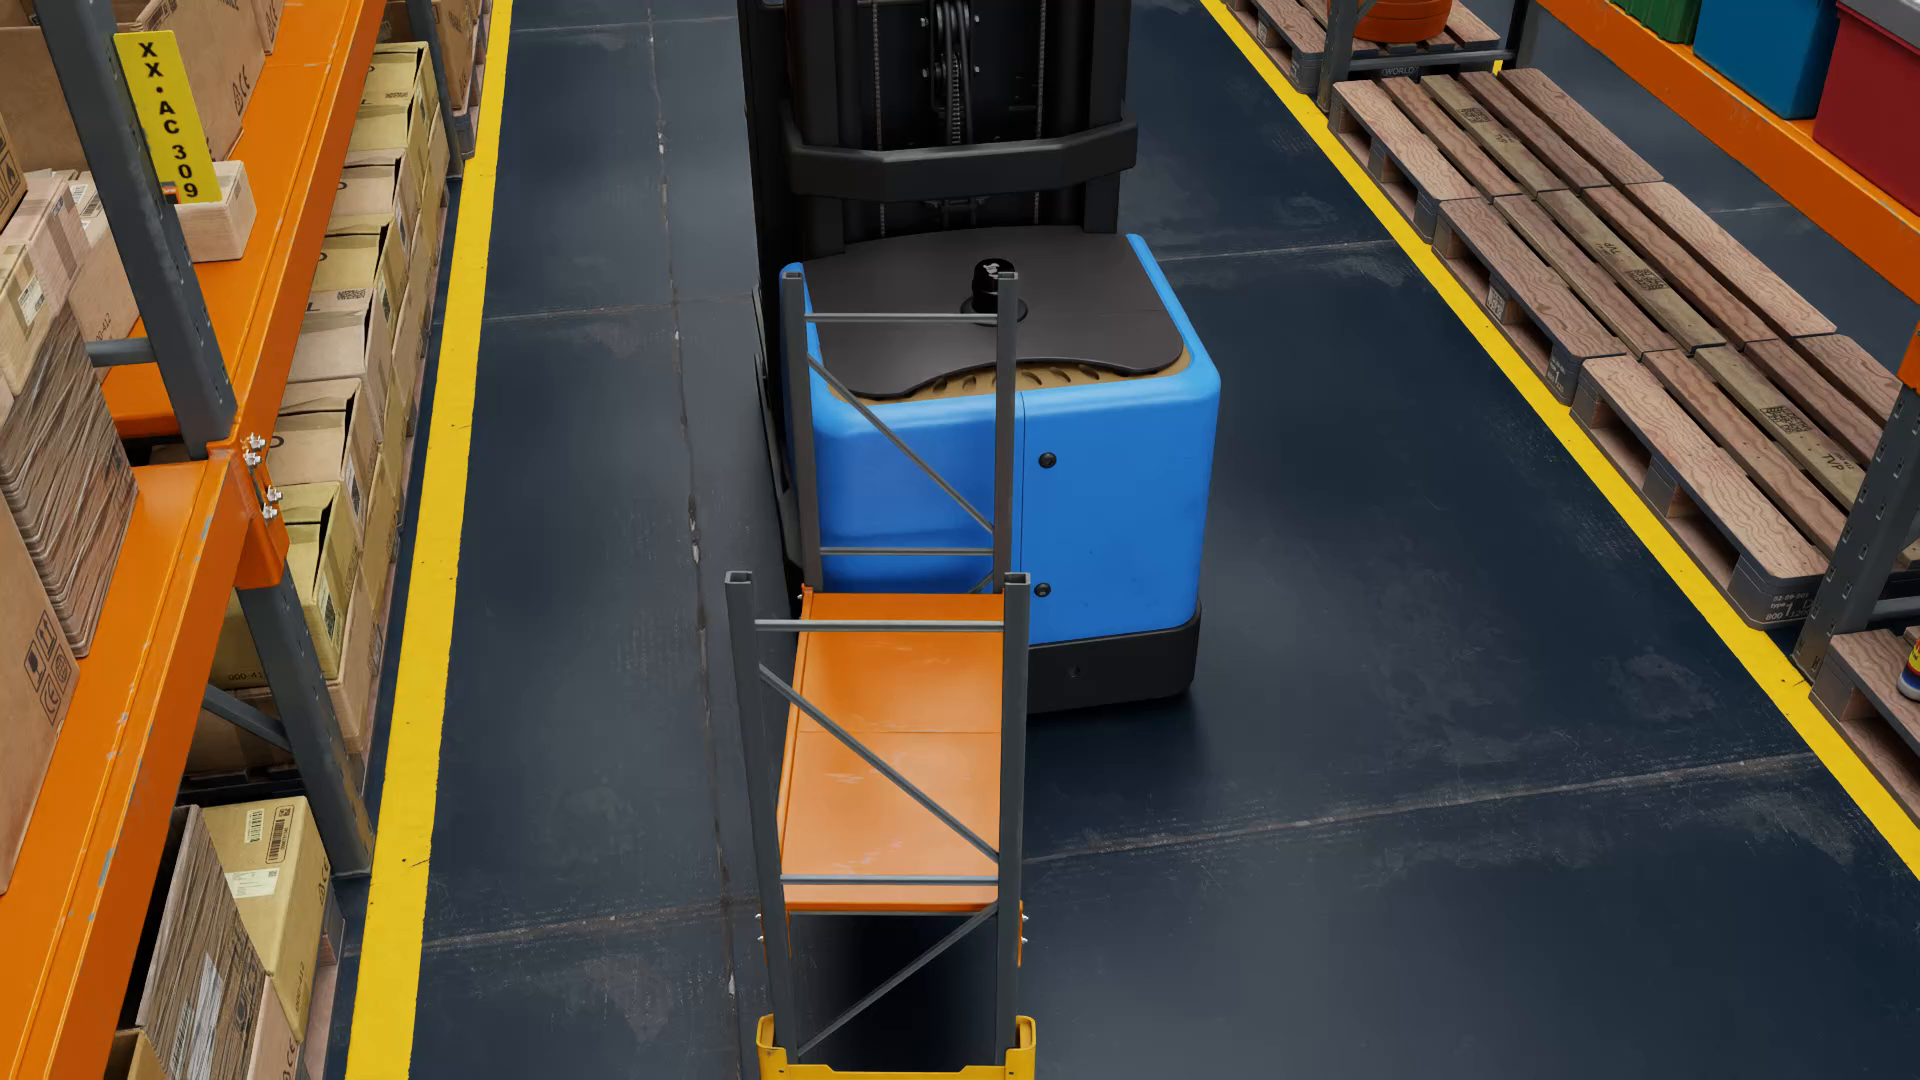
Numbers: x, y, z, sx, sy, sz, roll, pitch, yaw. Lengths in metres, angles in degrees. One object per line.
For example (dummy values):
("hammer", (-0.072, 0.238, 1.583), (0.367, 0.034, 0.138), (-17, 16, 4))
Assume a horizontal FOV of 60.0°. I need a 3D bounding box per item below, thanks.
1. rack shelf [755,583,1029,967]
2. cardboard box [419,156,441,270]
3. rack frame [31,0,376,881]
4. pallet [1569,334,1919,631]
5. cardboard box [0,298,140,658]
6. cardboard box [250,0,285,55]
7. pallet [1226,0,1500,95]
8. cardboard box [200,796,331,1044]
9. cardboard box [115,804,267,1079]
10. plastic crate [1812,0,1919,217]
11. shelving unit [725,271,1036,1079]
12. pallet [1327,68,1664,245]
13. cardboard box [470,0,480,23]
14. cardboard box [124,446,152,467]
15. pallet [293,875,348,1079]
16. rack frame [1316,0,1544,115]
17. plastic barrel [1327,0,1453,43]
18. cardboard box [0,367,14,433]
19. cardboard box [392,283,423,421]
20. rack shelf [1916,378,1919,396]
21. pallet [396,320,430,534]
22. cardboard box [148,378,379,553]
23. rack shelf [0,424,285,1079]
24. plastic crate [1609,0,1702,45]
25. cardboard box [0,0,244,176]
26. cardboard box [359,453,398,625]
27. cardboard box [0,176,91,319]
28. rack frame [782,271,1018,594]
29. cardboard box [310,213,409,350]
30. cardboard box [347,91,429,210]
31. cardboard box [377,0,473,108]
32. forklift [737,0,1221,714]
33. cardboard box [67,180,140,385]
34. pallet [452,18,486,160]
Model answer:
("rack shelf", (-0.131, 0.484, 3.697), (0.538, 0.185, 1.000), (0, 38, 0))
("cardboard box", (-2.254, -1.221, 6.275), (0.500, 0.250, 0.500), (-7, 38, -8))
("rack frame", (-1.978, -0.327, 3.226), (1.000, 3.000, 0.127), (-6, 38, -8))
("pallet", (2.723, -0.227, 5.370), (1.003, 0.211, 1.213), (-6, 38, -8))
("cardboard box", (-1.894, -0.099, 2.851), (0.700, 0.500, 0.500), (-7, 38, -9))
("cardboard box", (-2.369, -1.771, 5.003), (0.500, 0.500, 0.500), (-8, 39, -10))
("pallet", (2.018, -2.644, 8.481), (1.003, 0.211, 1.213), (-6, 38, -8))
("cardboard box", (-1.682, 0.849, 3.611), (0.500, 0.250, 0.500), (-6, 38, -8))
("cardboard box", (-1.606, 0.857, 2.990), (0.500, 0.500, 0.500), (-6, 38, -8))
("plastic crate", (2.513, -1.142, 4.223), (0.402, 0.464, 0.583), (-6, 38, -8))
("shelving unit", (-0.131, 0.337, 3.594), (0.587, 1.500, 1.083), (0, 38, 0))
("pallet", (2.295, -1.700, 7.267), (1.003, 0.211, 1.213), (-6, 38, -8))
("cardboard box", (-2.658, -2.855, 8.158), (0.500, 0.500, 0.500), (-7, 38, -9))
("cardboard box", (-2.429, -0.156, 4.448), (0.500, 0.311, 0.500), (-5, 38, -7))
("pallet", (-1.880, 1.259, 3.457), (1.003, 0.211, 1.213), (-6, 38, -8))
("rack frame", (2.198, -3.274, 7.019), (1.000, 3.000, 0.127), (-6, 38, -8))
("plastic barrel", (2.095, -2.876, 7.934), (0.600, 0.830, 0.708), (-6, 38, -8))
("cardboard box", (-1.630, -0.174, 2.419), (0.380, 0.149, 0.250), (-7, 38, -9))
("cardboard box", (-2.075, -0.606, 5.484), (0.500, 0.250, 0.500), (-6, 38, -7))
("rack shelf", (3.249, 0.634, 2.575), (1.077, 0.370, 4.000), (-6, 38, -8))
("pallet", (-2.363, -0.405, 5.599), (1.003, 0.211, 1.213), (-6, 38, -8))
("cardboard box", (-1.888, -0.208, 4.514), (0.500, 0.311, 0.500), (-7, 38, -8))
("rack shelf", (-1.628, 1.165, 1.892), (1.077, 0.370, 4.000), (-6, 38, -8))
("plastic crate", (2.316, -1.795, 5.289), (0.450, 0.188, 0.662), (-6, 38, -8))
("cardboard box", (-2.189, -1.150, 4.204), (0.500, 0.500, 0.500), (-4, 38, -5))
("cardboard box", (-1.894, 0.014, 4.686), (0.500, 0.250, 0.500), (-5, 38, -7))
("cardboard box", (-1.720, -0.482, 2.815), (0.380, 0.149, 0.250), (-6, 38, -8))
("rack frame", (-0.127, 0.030, 3.988), (0.500, 1.500, 0.032), (0, 38, 0))
("cardboard box", (-2.076, -0.833, 5.320), (0.500, 0.311, 0.500), (-5, 38, -7))
("cardboard box", (-2.248, -1.442, 6.102), (0.500, 0.311, 0.500), (-7, 38, -9))
("cardboard box", (-2.478, -2.235, 7.361), (0.500, 0.500, 0.500), (-5, 38, -6))
("forklift", (-0.111, -1.538, 4.840), (1.130, 2.935, 3.031), (-6, 38, -8))
("cardboard box", (-2.108, -0.561, 3.649), (0.500, 0.250, 0.500), (-4, 38, -5))
("pallet", (-2.773, -2.097, 7.777), (1.003, 0.211, 1.213), (-6, 38, -8))
